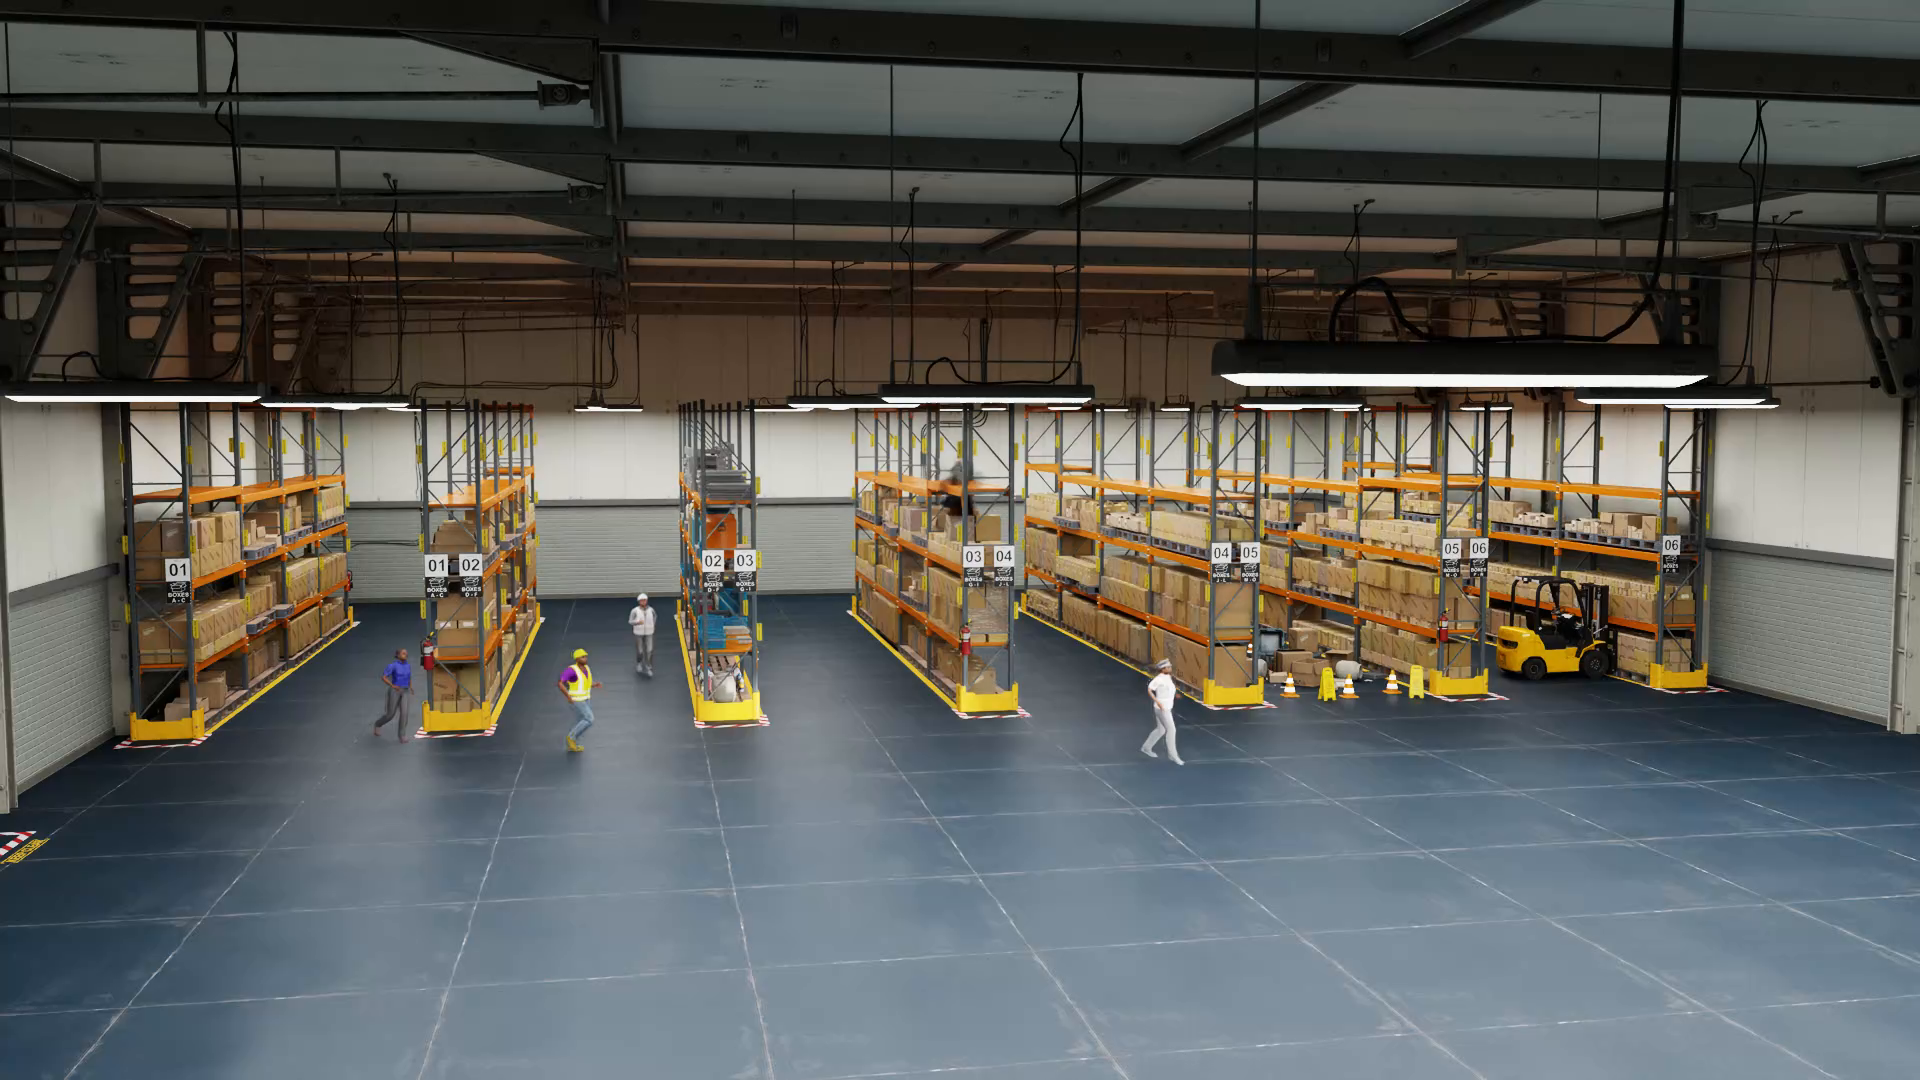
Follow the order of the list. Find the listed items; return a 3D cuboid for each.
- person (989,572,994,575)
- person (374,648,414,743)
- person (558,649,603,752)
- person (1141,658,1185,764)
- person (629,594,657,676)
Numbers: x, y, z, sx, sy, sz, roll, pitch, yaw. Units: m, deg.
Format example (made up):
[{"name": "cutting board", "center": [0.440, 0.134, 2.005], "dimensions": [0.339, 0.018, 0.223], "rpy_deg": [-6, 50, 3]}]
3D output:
[{"name": "person", "center": [1.068, 1.395, 45.870], "dimensions": [0.668, 1.738, 0.597], "rpy_deg": [-1, 4, -12]}, {"name": "person", "center": [-9.849, 2.693, 29.239], "dimensions": [0.885, 1.591, 0.650], "rpy_deg": [3, 5, 38]}, {"name": "person", "center": [-6.407, 2.715, 28.262], "dimensions": [0.628, 1.732, 0.674], "rpy_deg": [1, 4, 16]}, {"name": "person", "center": [3.359, 2.808, 27.399], "dimensions": [0.736, 1.744, 0.583], "rpy_deg": [1, 5, 19]}, {"name": "person", "center": [-6.923, 2.058, 36.412], "dimensions": [0.661, 1.767, 0.906], "rpy_deg": [-2, 5, -22]}]
